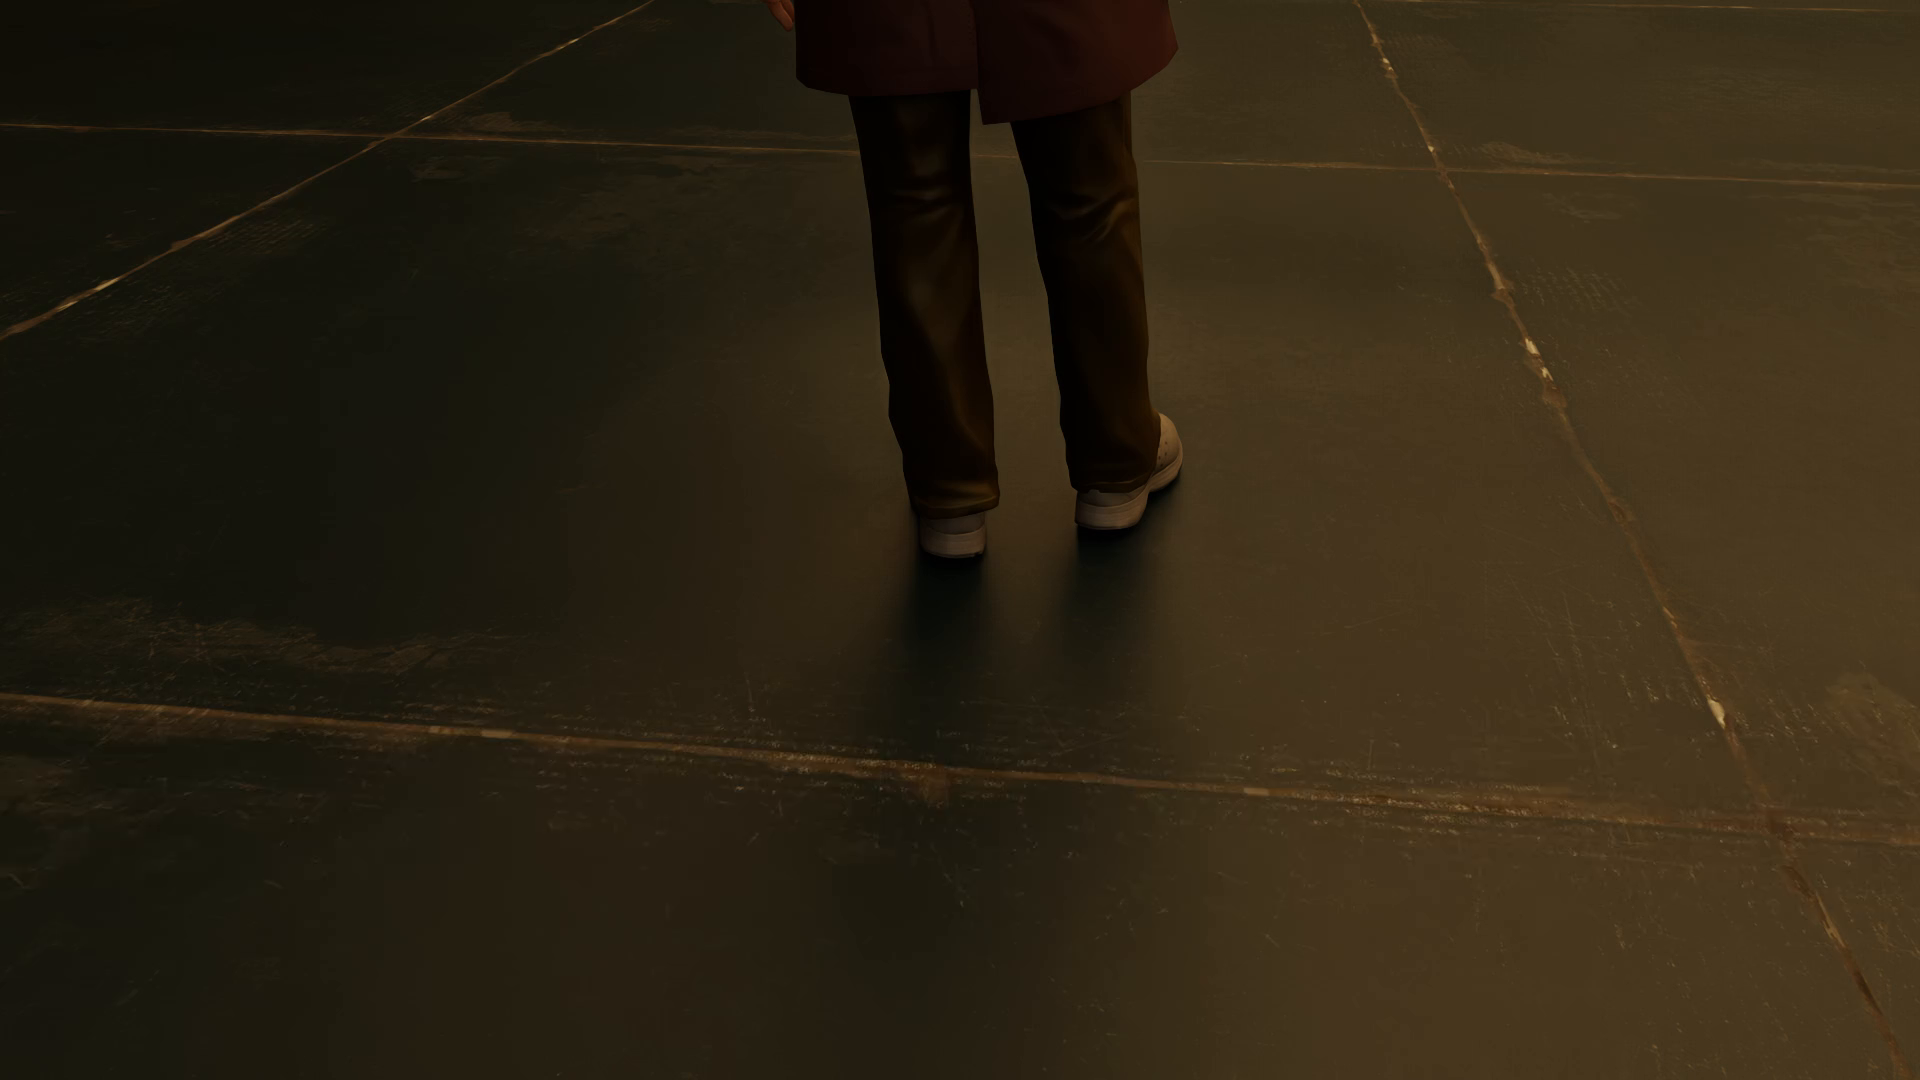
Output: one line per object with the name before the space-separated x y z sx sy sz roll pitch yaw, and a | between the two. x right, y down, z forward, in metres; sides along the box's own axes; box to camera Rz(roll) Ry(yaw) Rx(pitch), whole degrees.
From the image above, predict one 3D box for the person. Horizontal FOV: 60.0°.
person | 0.017 -0.842 2.180 0.696 1.776 0.582 3 27 7
